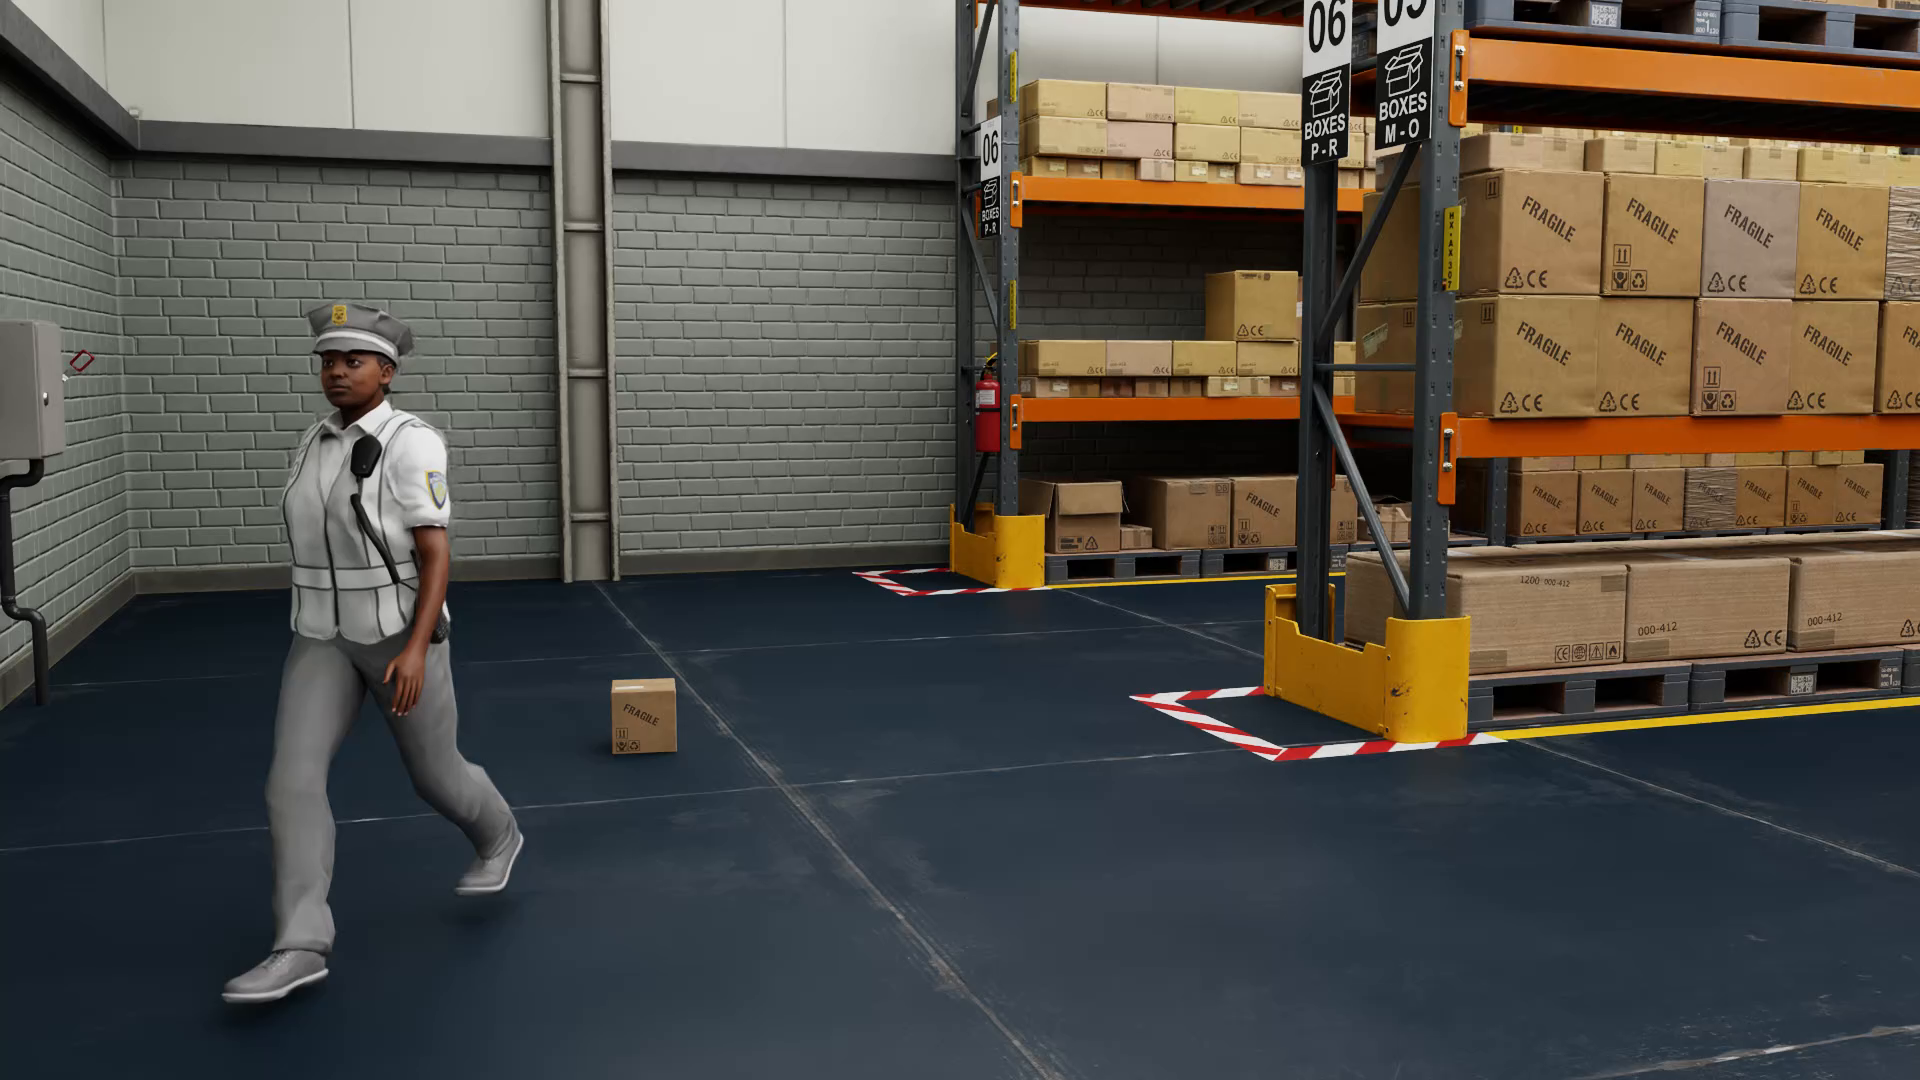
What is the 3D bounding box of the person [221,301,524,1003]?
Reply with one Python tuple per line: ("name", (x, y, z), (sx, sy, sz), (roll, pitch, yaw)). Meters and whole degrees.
("person", (-1.454, 0.228, 4.175), (0.469, 1.637, 1.016), (1, 6, 13))
